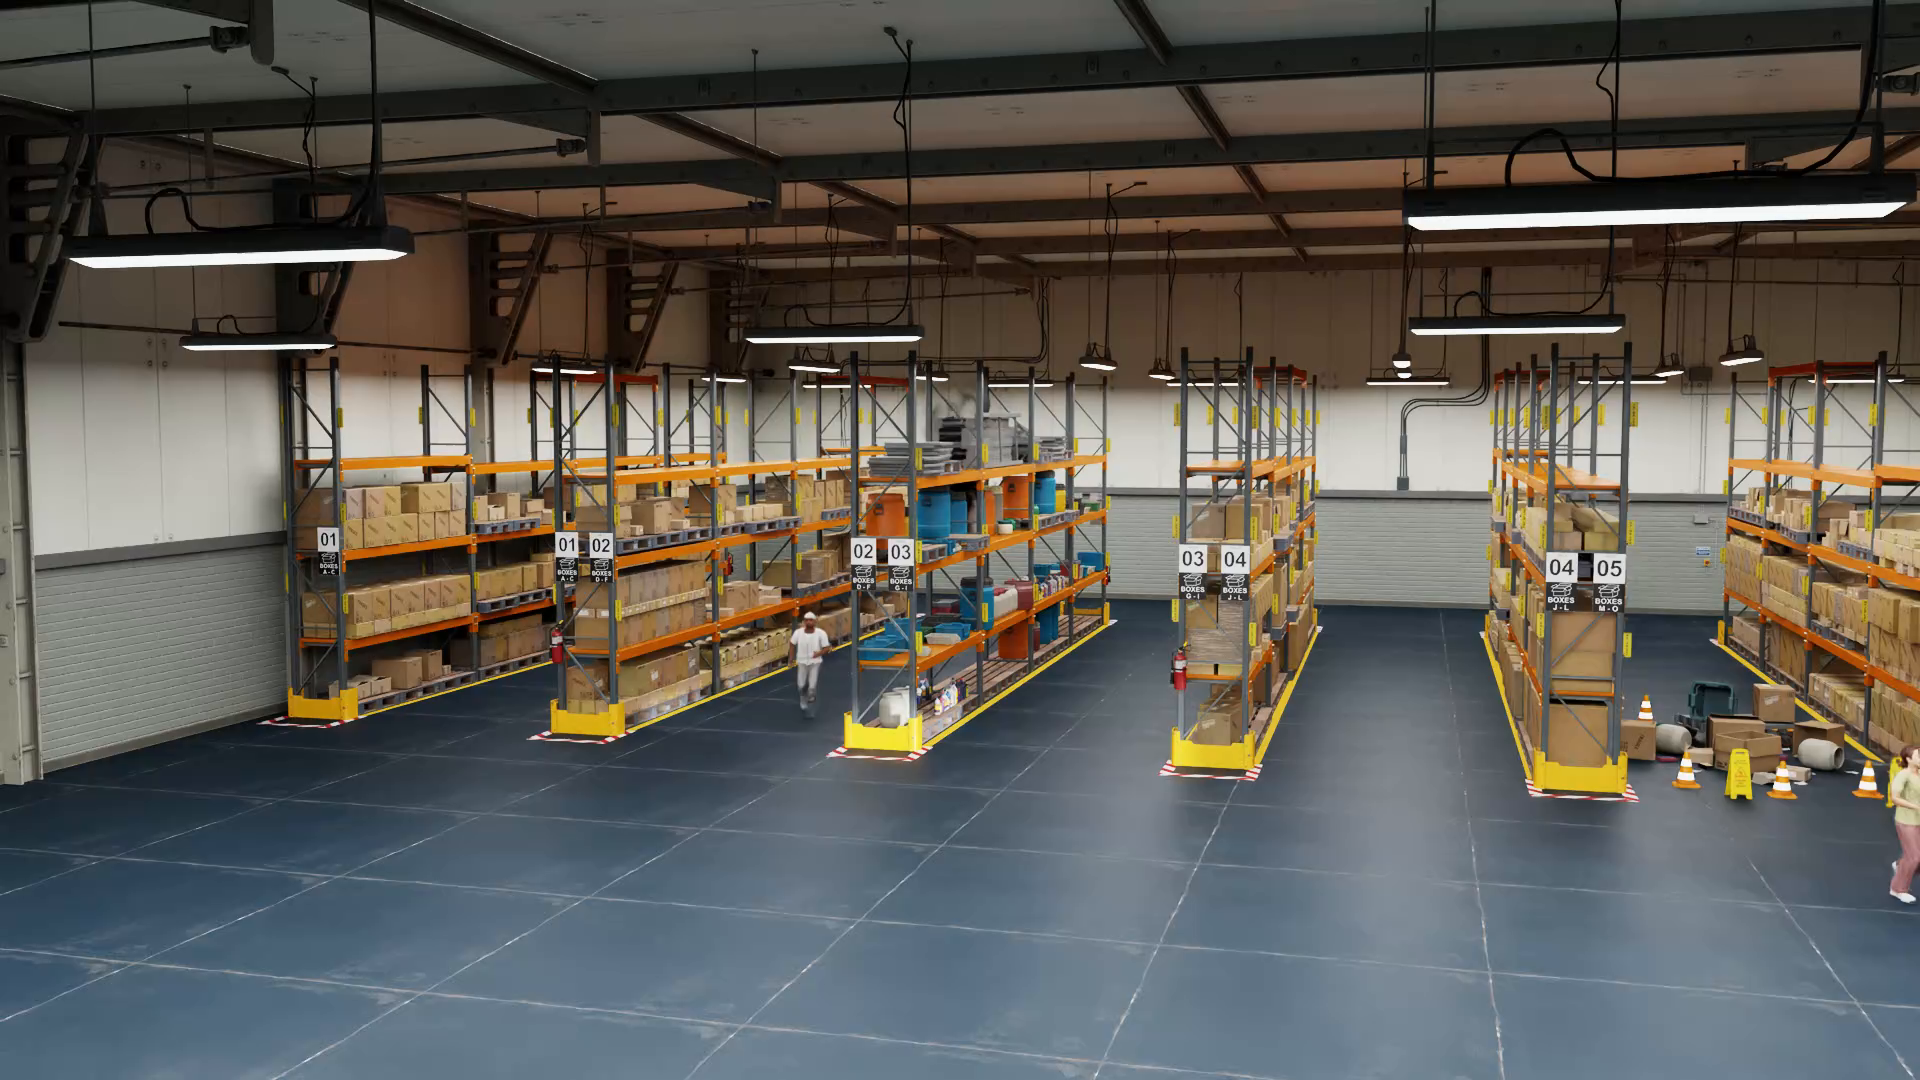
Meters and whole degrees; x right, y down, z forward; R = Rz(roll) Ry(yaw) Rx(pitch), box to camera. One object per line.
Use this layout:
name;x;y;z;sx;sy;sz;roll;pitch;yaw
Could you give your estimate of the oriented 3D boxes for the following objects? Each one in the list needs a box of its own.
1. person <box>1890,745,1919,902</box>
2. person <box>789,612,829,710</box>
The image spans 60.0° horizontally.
person;9.852;2.924;17.151;0.627;1.641;0.525;-2;5;-28
person;-2.522;2.029;27.650;0.685;1.658;0.595;0;4;1
